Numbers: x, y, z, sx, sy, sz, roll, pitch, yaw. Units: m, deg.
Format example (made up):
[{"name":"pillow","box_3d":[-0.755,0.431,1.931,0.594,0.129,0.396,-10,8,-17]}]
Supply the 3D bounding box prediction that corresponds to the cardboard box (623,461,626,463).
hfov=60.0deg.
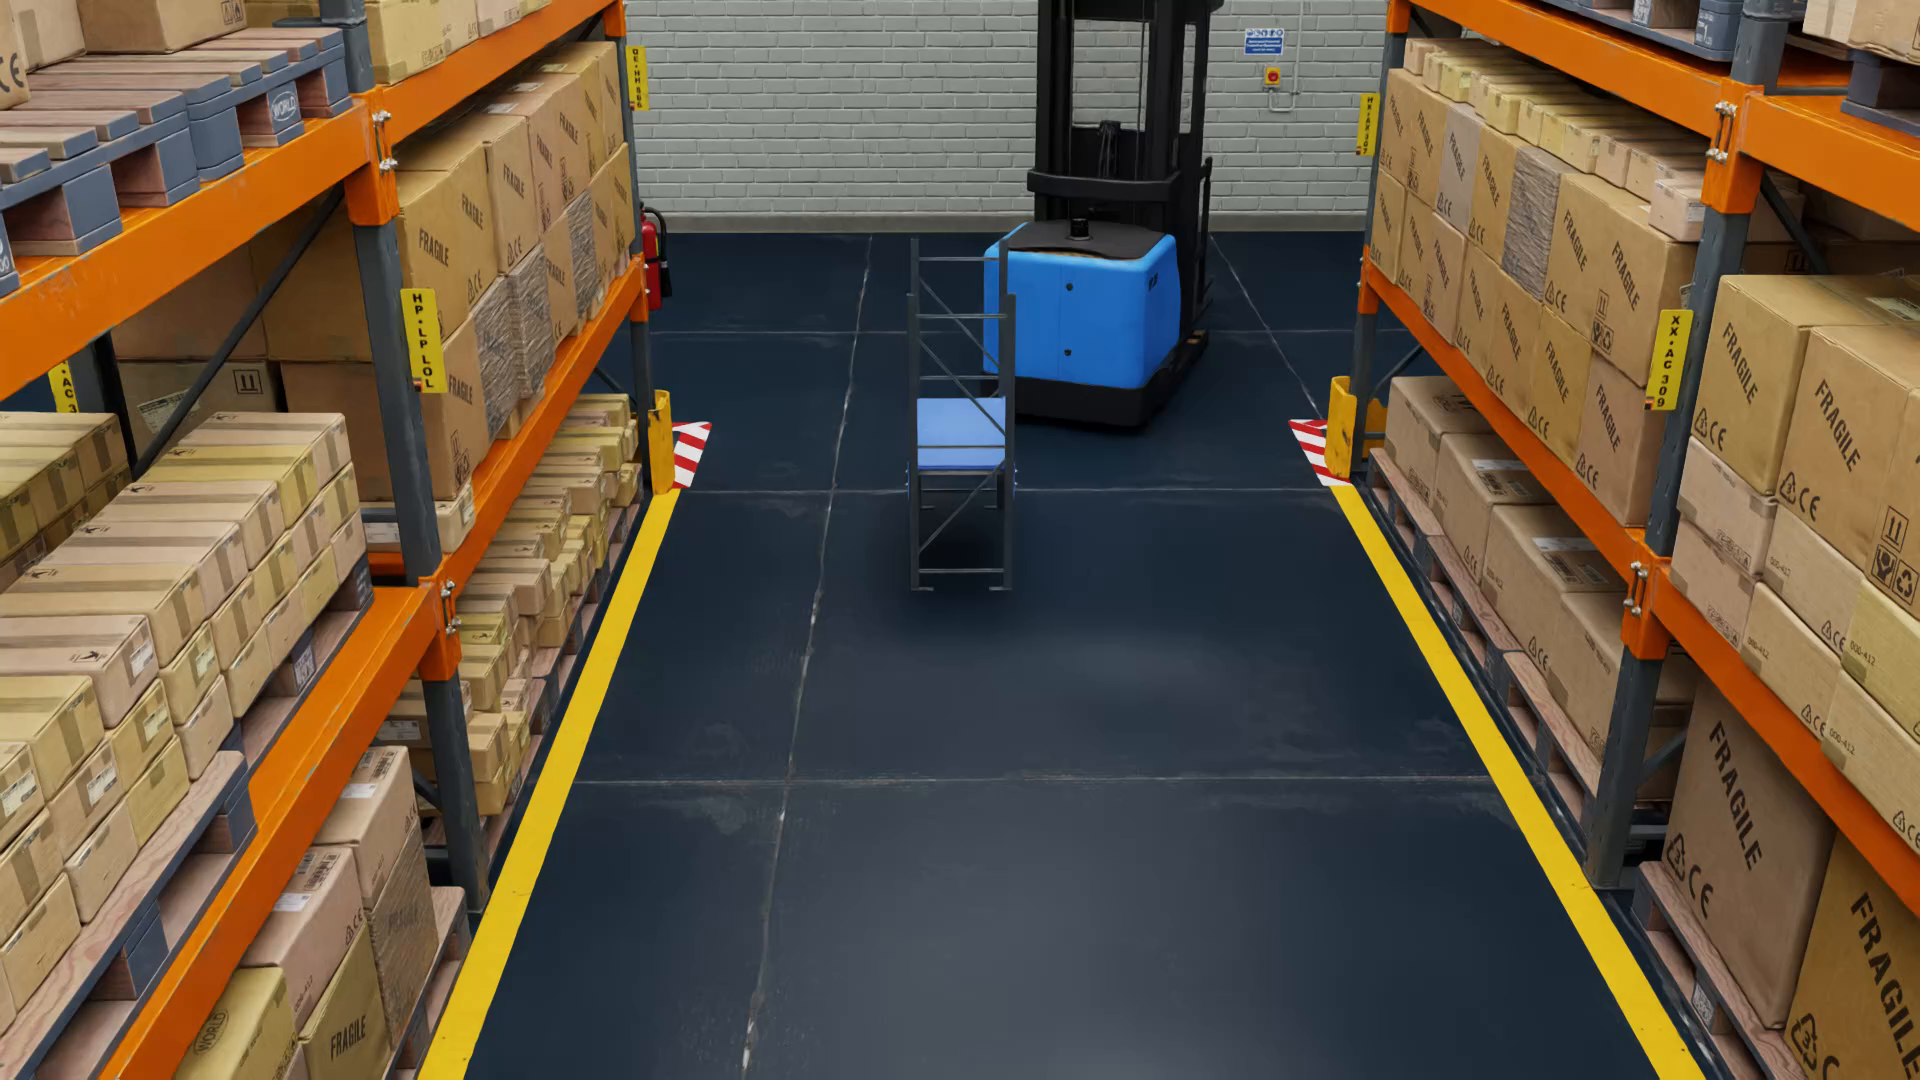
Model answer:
[{"name":"cardboard box","box_3d":[-2.007,-0.395,8.932,0.380,0.149,0.250,0,24,0]}]

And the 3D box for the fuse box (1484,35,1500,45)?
[{"name":"fuse box","box_3d":[4.745,-3.468,14.341,0.539,1.711,0.414,0,24,-1]}]

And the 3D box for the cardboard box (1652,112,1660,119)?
[{"name":"cardboard box","box_3d":[3.030,-1.689,6.724,0.380,0.149,0.250,0,24,0]}]

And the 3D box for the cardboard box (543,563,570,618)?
[{"name":"cardboard box","box_3d":[-1.911,0.218,7.216,0.380,0.149,0.250,0,24,-1]}]

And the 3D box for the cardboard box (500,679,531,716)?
[{"name":"cardboard box","box_3d":[-1.917,0.674,6.569,0.380,0.149,0.250,0,24,-1]}]

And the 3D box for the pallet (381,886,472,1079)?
[{"name":"pallet","box_3d":[-2.167,1.521,5.130,1.003,0.211,1.213,0,24,-1]}]

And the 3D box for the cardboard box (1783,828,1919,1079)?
[{"name":"cardboard box","box_3d":[2.876,1.270,4.370,0.875,0.875,0.875,0,24,1]}]

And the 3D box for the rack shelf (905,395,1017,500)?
[{"name":"rack shelf","box_3d":[0.001,-0.484,8.437,0.538,0.185,1.000,0,24,-1]}]

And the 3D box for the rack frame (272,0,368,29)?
[{"name":"rack frame","box_3d":[-2.177,-2.803,4.028,1.000,3.000,0.127,0,24,-1]}]

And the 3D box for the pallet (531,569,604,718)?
[{"name":"pallet","box_3d":[-2.236,0.420,7.565,1.003,0.211,1.213,0,24,-1]}]

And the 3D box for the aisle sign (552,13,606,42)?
[{"name":"aisle sign","box_3d":[-1.922,-2.934,8.443,0.394,0.787,0.004,0,24,-1]}]

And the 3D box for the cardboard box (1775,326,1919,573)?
[{"name":"cardboard box","box_3d":[2.522,-0.243,4.312,0.500,0.500,0.500,0,24,-1]}]

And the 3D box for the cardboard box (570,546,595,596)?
[{"name":"cardboard box","box_3d":[-1.922,0.139,7.752,0.380,0.149,0.250,0,24,0]}]

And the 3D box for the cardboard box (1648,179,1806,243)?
[{"name":"cardboard box","box_3d":[2.450,-1.056,5.323,0.380,0.149,0.250,-1,24,-2]}]

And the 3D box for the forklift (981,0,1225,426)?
[{"name":"forklift","box_3d":[1.104,-2.607,10.957,1.130,2.935,3.031,8,26,18]}]

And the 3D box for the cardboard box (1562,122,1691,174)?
[{"name":"cardboard box","box_3d":[2.503,-1.475,6.250,0.380,0.149,0.250,0,24,-1]}]

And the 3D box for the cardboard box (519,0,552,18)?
[{"name":"cardboard box","box_3d":[-1.921,-2.197,6.509,0.500,0.250,0.500,1,24,2]}]

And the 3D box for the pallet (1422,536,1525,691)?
[{"name":"pallet","box_3d":[2.825,0.319,7.788,1.003,0.211,1.213,0,24,-1]}]

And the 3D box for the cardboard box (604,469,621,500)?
[{"name":"cardboard box","box_3d":[-1.922,-0.316,8.397,0.380,0.149,0.250,-1,24,-3]}]

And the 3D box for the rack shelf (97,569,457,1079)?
[{"name":"rack shelf","box_3d":[-2.155,1.082,3.591,1.077,0.370,4.000,0,24,-1]}]

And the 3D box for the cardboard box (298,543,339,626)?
[{"name":"cardboard box","box_3d":[-1.971,0.123,4.633,0.380,0.149,0.250,0,24,0]}]

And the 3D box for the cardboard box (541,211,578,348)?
[{"name":"cardboard box","box_3d":[-1.948,-1.089,7.035,0.500,0.500,0.500,1,24,2]}]

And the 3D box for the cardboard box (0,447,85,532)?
[{"name":"cardboard box","box_3d":[-2.624,-0.139,4.490,0.380,0.149,0.250,0,24,1]}]

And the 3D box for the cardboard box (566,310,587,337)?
[{"name":"cardboard box","box_3d":[-1.952,-1.051,7.739,0.380,0.149,0.250,-1,24,-3]}]

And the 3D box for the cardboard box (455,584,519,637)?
[{"name":"cardboard box","box_3d":[-1.995,0.299,6.678,0.380,0.149,0.250,-1,24,-2]}]

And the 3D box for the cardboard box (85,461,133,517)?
[{"name":"cardboard box","box_3d":[-2.633,-0.118,4.805,0.380,0.149,0.250,0,24,0]}]

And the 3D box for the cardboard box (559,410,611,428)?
[{"name":"cardboard box","box_3d":[-2.016,-0.561,8.578,0.380,0.149,0.250,0,24,0]}]

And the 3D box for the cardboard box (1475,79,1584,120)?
[{"name":"cardboard box","box_3d":[2.454,-1.897,7.182,0.380,0.149,0.250,0,24,0]}]

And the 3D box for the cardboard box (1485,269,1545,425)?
[{"name":"cardboard box","box_3d":[2.480,-0.788,6.732,0.500,0.500,0.500,-1,24,-1]}]

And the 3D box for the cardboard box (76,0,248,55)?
[{"name":"cardboard box","box_3d":[-2.283,-1.517,4.193,0.700,0.500,0.500,0,24,0]}]

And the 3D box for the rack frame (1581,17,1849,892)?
[{"name":"rack frame","box_3d":[2.772,-0.134,5.406,1.000,3.000,0.127,0,24,-1]}]

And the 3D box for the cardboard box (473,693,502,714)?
[{"name":"cardboard box","box_3d":[-1.954,0.647,6.267,0.380,0.149,0.250,0,24,0]}]

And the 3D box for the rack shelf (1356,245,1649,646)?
[{"name":"rack shelf","box_3d":[2.750,-0.630,7.376,1.077,0.370,4.000,0,24,-1]}]

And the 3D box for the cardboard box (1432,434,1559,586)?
[{"name":"cardboard box","box_3d":[2.853,-0.157,8.058,0.875,0.438,0.875,0,24,1]}]

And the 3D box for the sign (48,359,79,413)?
[{"name":"sign","box_3d":[-2.720,-0.459,5.074,0.100,0.325,0.005,0,24,-1]}]

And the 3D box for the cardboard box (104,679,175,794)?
[{"name":"cardboard box","box_3d":[-1.957,0.424,3.607,0.380,0.149,0.250,0,24,0]}]

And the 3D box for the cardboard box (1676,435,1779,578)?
[{"name":"cardboard box","box_3d":[2.494,-0.111,4.930,0.500,0.250,0.500,-1,24,-2]}]

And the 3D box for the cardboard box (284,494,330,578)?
[{"name":"cardboard box","box_3d":[-1.971,-0.011,4.568,0.380,0.149,0.250,0,24,0]}]

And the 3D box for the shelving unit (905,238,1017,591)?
[{"name":"shelving unit","box_3d":[0.001,-0.648,8.363,0.538,1.500,1.048,0,24,-1]}]

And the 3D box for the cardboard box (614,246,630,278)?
[{"name":"cardboard box","box_3d":[-1.935,-1.471,8.666,0.380,0.149,0.250,0,24,0]}]

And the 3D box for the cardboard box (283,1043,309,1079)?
[{"name":"cardboard box","box_3d":[-1.911,1.604,4.087,0.500,0.500,0.500,-1,24,-2]}]

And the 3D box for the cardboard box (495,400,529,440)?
[{"name":"cardboard box","box_3d":[-1.920,-0.506,6.533,0.380,0.149,0.250,0,24,0]}]

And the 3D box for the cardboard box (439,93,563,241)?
[{"name":"cardboard box","box_3d":[-1.938,-1.526,6.789,0.500,0.500,0.500,-1,24,-2]}]

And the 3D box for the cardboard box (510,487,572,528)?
[{"name":"cardboard box","box_3d":[-1.996,-0.128,7.621,0.380,0.149,0.250,-1,24,-2]}]

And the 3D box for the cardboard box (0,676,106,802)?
[{"name":"cardboard box","box_3d":[-1.960,0.395,3.311,0.380,0.149,0.250,-1,24,-1]}]

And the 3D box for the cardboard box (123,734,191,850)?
[{"name":"cardboard box","box_3d":[-1.957,0.553,3.683,0.380,0.149,0.250,1,24,2]}]

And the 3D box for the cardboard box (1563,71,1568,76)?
[{"name":"cardboard box","box_3d":[3.007,-2.117,7.670,0.380,0.149,0.250,0,24,1]}]

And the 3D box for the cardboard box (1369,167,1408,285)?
[{"name":"cardboard box","box_3d":[2.446,-1.629,8.589,0.500,0.500,0.500,0,24,-1]}]

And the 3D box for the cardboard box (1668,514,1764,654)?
[{"name":"cardboard box","box_3d":[2.512,0.117,5.033,0.500,0.250,0.500,-1,24,-2]}]

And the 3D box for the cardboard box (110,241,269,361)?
[{"name":"cardboard box","box_3d":[-2.453,-0.899,5.402,0.500,0.500,0.500,-1,24,-2]}]

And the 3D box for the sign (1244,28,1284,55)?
[{"name":"sign","box_3d":[2.594,-4.254,14.187,0.327,0.218,0.001,0,24,-1]}]

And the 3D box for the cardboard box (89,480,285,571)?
[{"name":"cardboard box","box_3d":[-1.973,-0.036,4.263,0.380,0.149,0.250,-1,24,-2]}]

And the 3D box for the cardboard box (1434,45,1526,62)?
[{"name":"cardboard box","box_3d":[2.529,-2.324,8.126,0.380,0.149,0.250,0,24,1]}]

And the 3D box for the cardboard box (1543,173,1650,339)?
[{"name":"cardboard box","box_3d":[2.493,-1.037,6.069,0.500,0.500,0.500,-1,24,-1]}]

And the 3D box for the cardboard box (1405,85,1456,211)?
[{"name":"cardboard box","box_3d":[2.461,-1.871,7.913,0.500,0.500,0.500,-1,24,-2]}]

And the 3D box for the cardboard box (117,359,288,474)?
[{"name":"cardboard box","box_3d":[-2.465,-0.449,5.621,0.500,0.500,0.500,0,24,0]}]
